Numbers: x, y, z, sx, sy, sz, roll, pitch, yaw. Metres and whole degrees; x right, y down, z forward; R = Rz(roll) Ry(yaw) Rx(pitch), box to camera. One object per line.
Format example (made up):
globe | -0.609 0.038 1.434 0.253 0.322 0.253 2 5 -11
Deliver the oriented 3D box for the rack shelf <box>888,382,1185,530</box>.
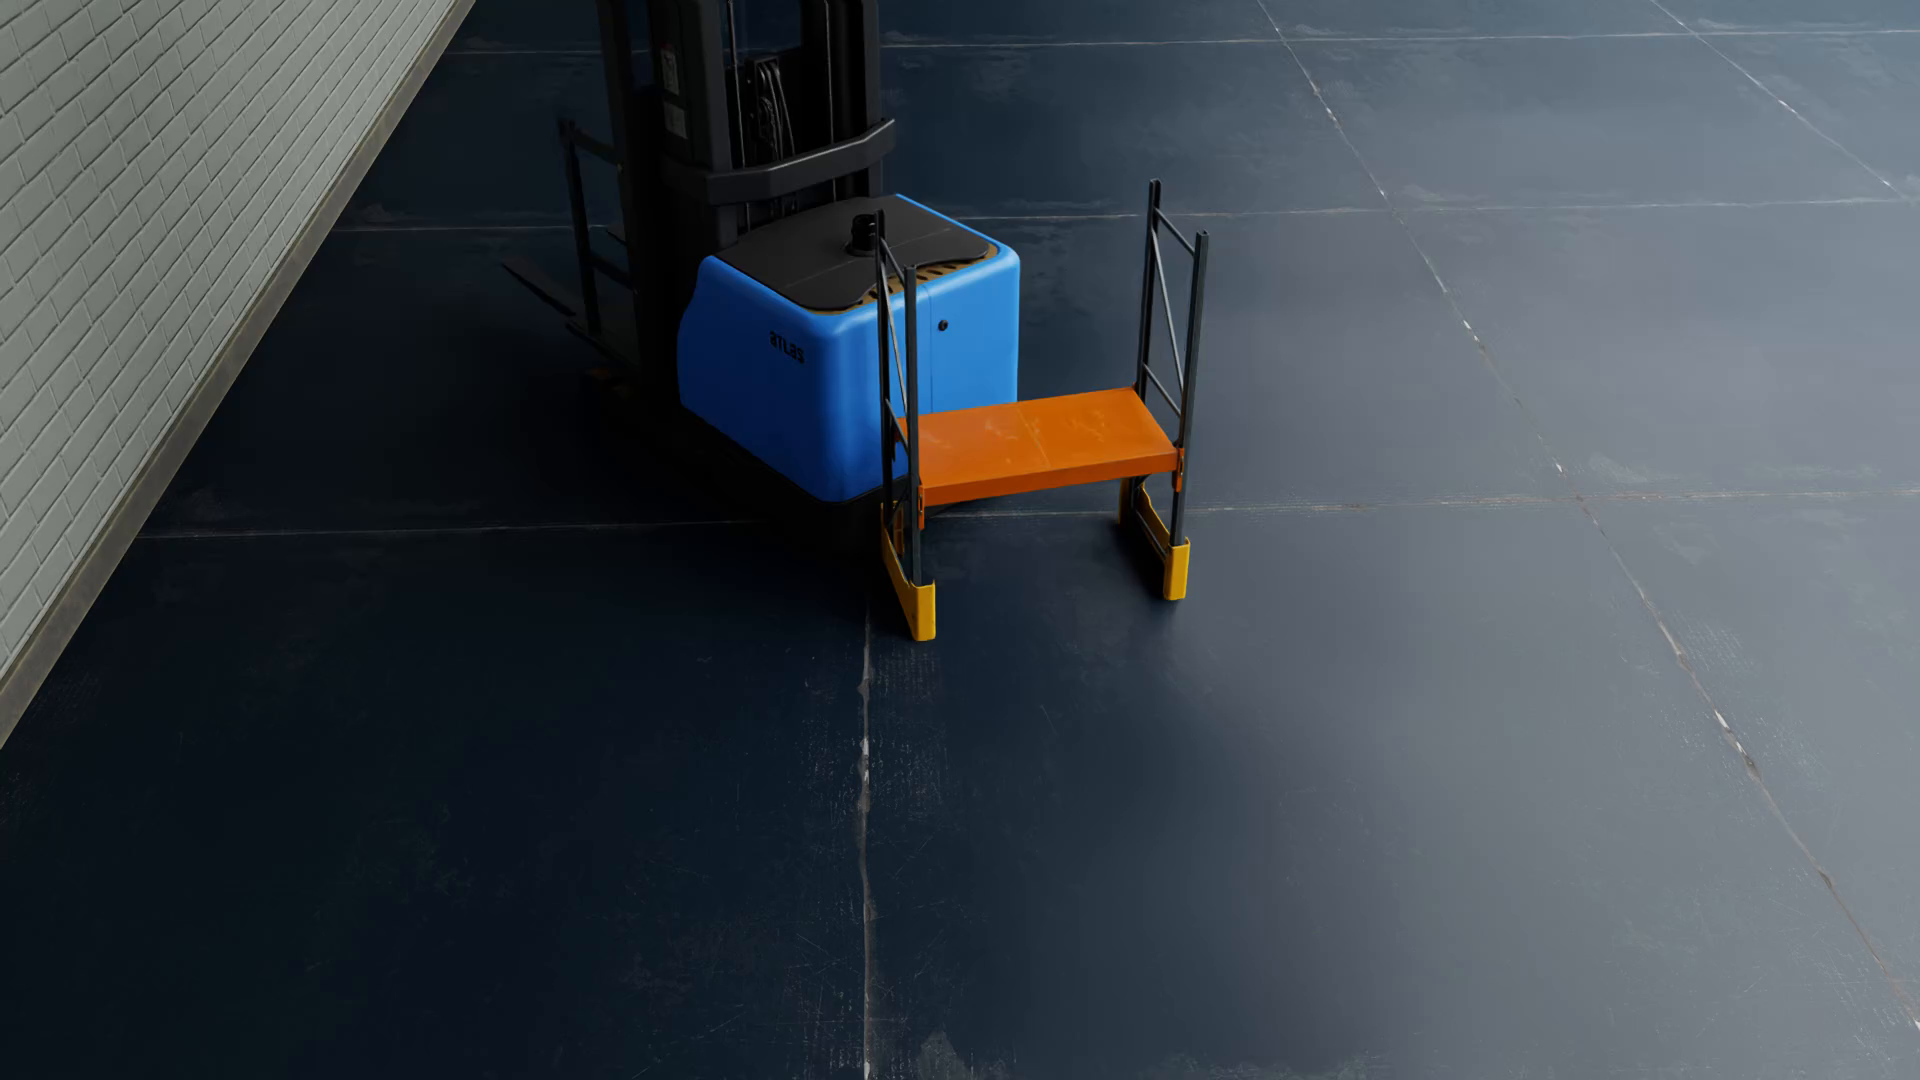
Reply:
rack shelf | 0.271 -0.325 6.217 1.000 0.185 0.538 -9 36 -12

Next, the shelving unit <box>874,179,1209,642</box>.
shelving unit | 0.280 -0.474 6.117 1.083 1.500 0.587 -9 36 -12

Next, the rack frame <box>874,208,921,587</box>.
rack frame | -0.221 -0.399 6.008 0.032 1.500 0.500 -9 36 -12

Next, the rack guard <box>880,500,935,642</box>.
rack guard | -0.202 0.113 6.368 0.087 0.250 0.587 -9 36 -12

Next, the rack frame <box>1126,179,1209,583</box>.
rack frame | 0.762 -0.546 6.222 0.032 1.500 0.500 -9 36 -12

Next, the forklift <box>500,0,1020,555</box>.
forklift | -1.087 -1.909 6.933 1.130 2.935 3.031 -26 42 -32

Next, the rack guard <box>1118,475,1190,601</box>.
rack guard | 0.761 -0.032 6.577 0.087 0.250 0.587 -9 36 -12
